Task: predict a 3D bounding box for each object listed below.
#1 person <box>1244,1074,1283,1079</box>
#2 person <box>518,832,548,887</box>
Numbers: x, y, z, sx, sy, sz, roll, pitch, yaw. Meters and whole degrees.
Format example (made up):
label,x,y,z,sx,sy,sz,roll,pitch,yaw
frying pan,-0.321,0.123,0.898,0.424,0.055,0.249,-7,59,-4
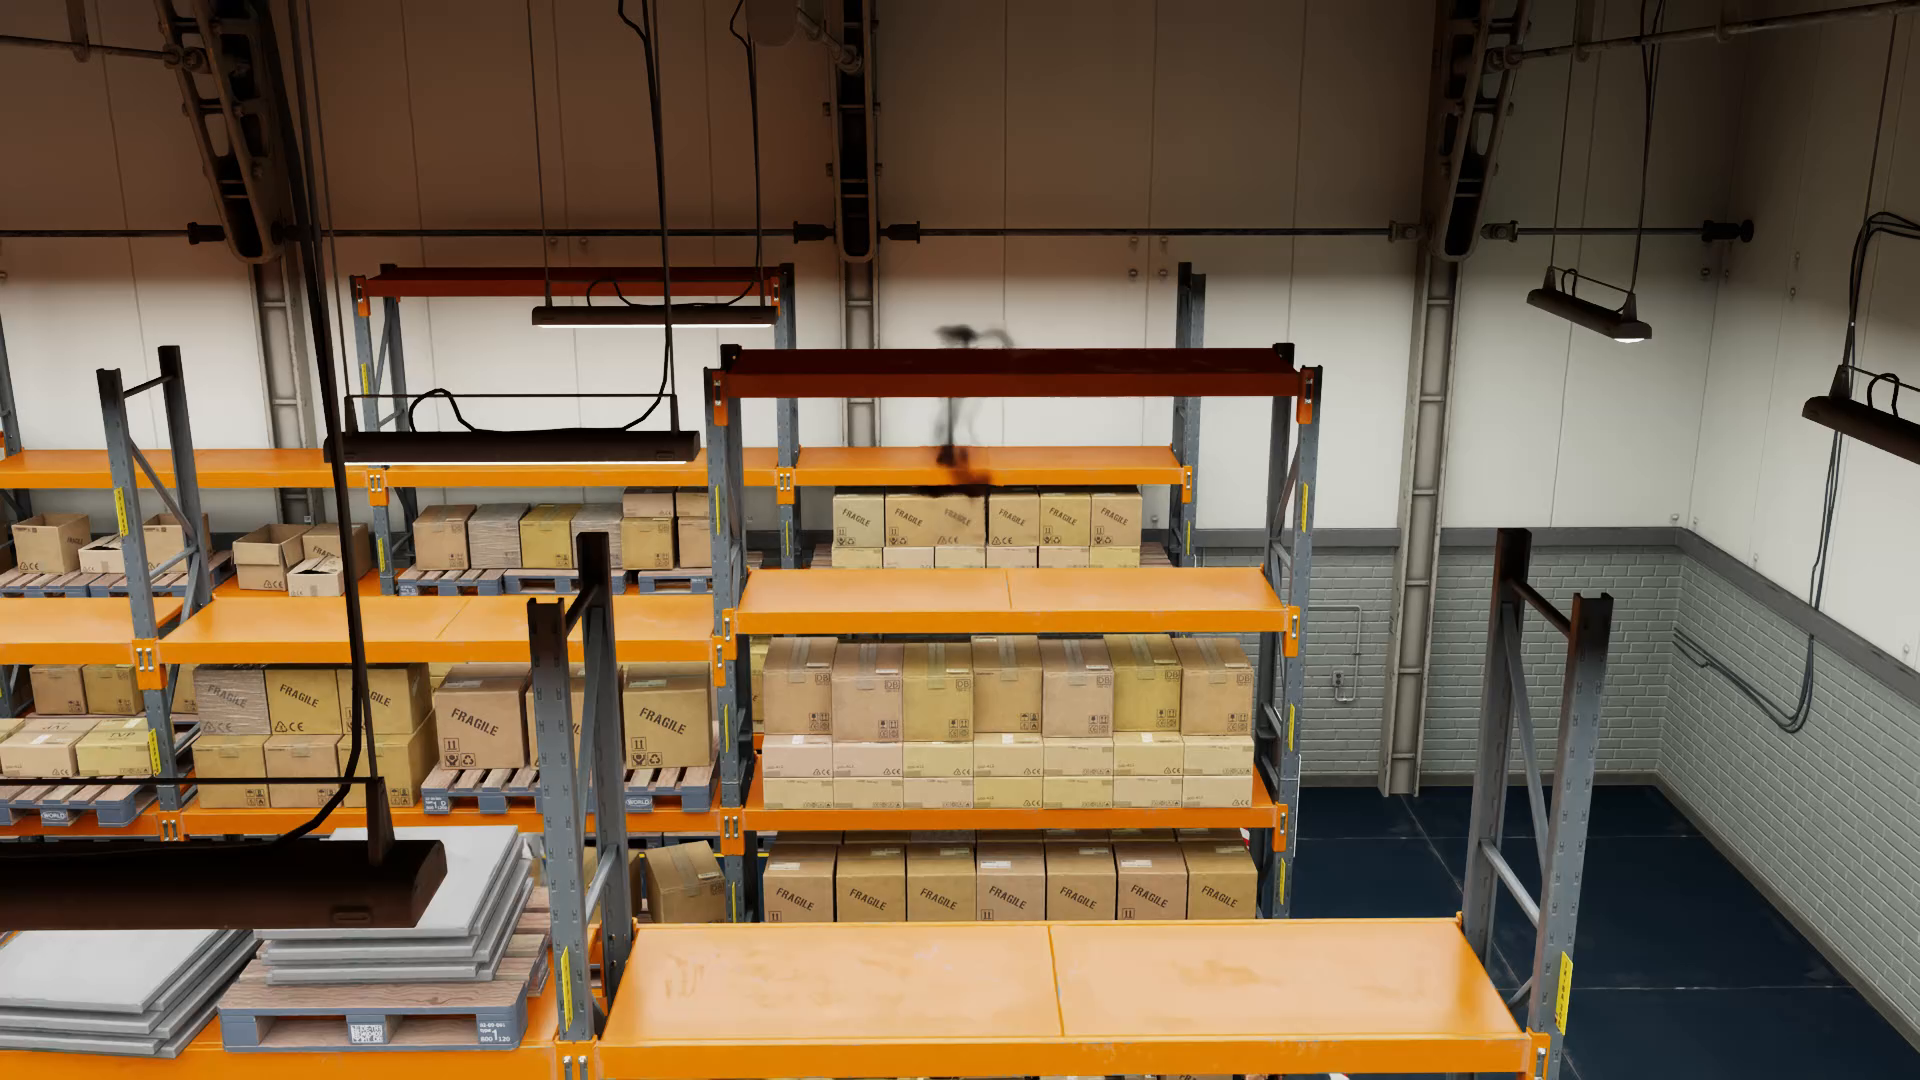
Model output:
label,x,y,z,sx,sy,sz,roll,pitch,yaw
person,2.014,4.189,11.240,0.606,1.613,0.638,-12,20,-36
person,-3.775,3.165,15.016,0.682,1.562,0.564,-1,16,-2
